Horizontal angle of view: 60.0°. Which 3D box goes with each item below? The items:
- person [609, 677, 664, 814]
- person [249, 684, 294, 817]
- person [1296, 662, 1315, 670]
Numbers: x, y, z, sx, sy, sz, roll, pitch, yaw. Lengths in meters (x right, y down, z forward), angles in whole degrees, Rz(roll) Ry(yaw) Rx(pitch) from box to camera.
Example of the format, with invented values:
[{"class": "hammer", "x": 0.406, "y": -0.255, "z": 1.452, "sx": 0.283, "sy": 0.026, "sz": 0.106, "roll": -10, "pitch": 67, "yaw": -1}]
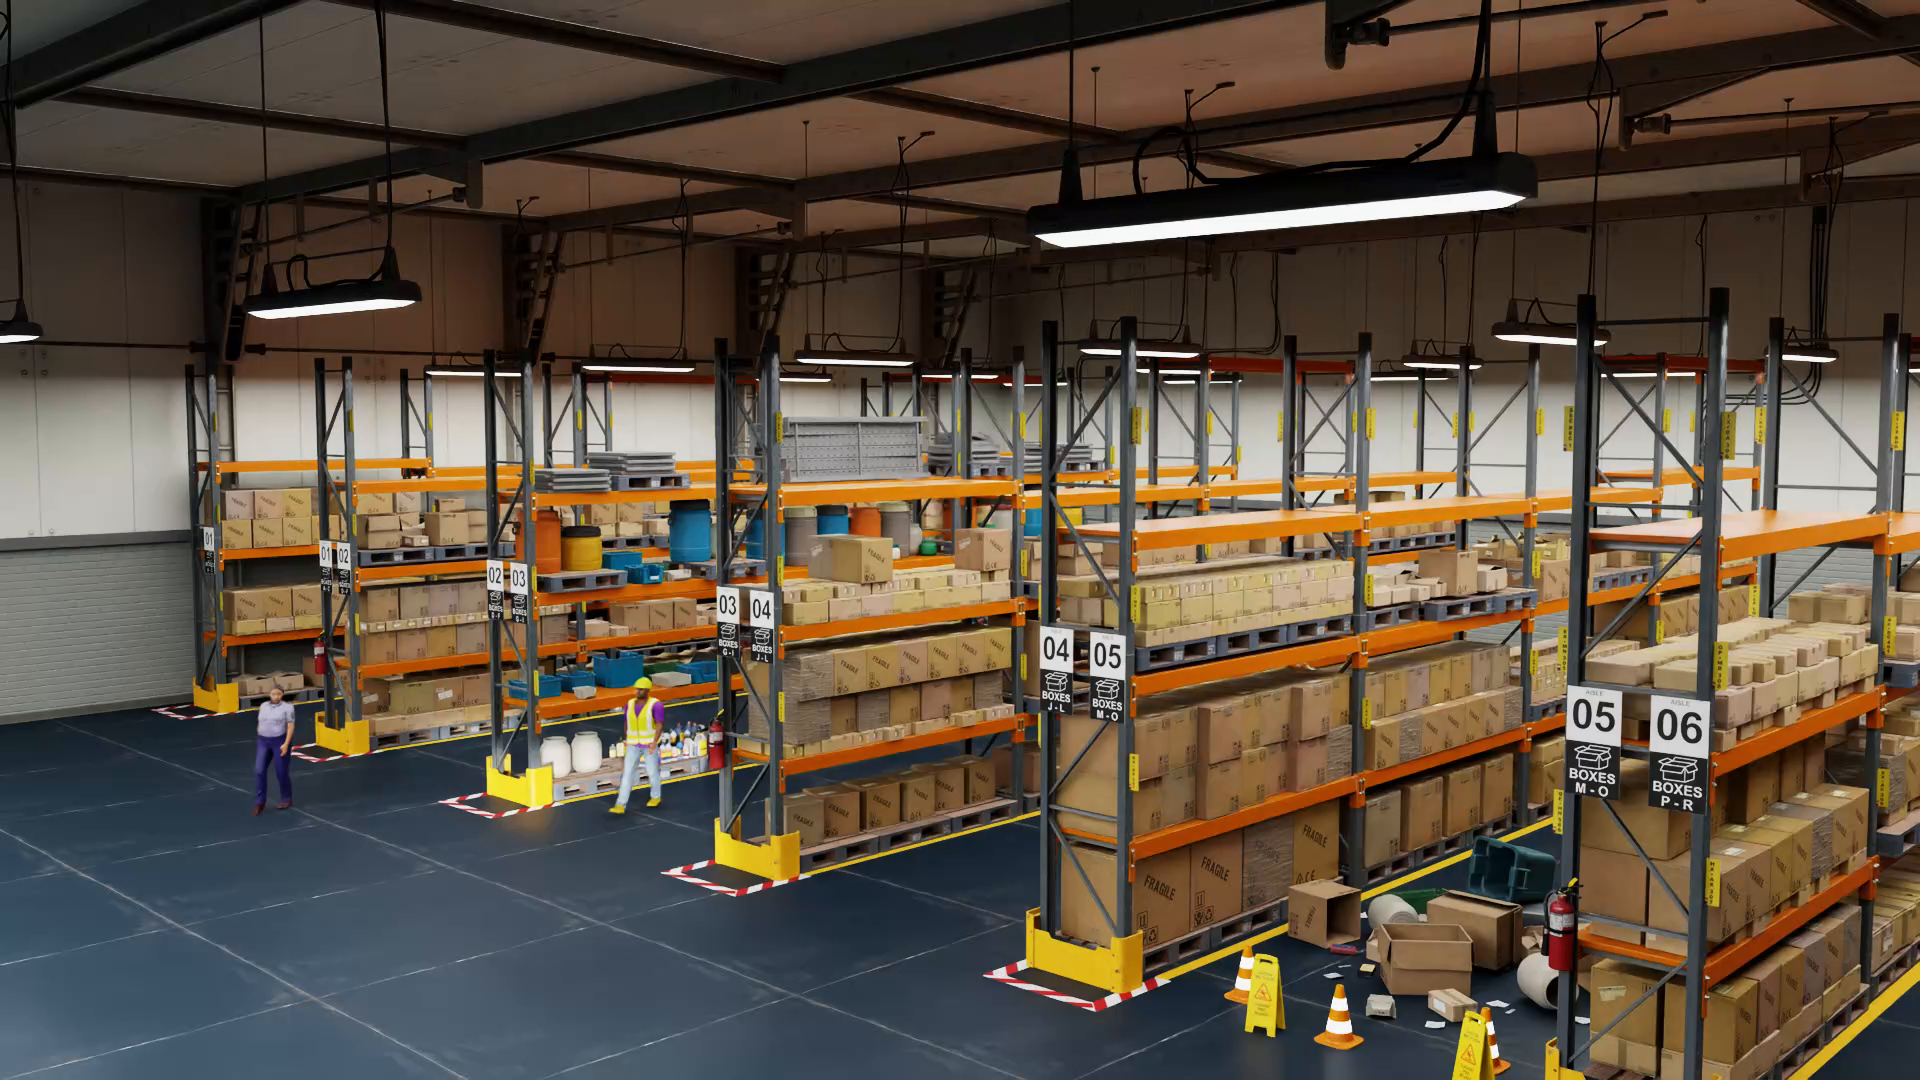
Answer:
[{"class": "person", "x": -4.126, "y": 2.641, "z": 21.444, "sx": 0.585, "sy": 1.721, "sz": 0.962, "roll": 1, "pitch": 4, "yaw": 8}, {"class": "person", "x": -8.907, "y": 2.714, "z": 21.544, "sx": 0.503, "sy": 1.683, "sz": 0.638, "roll": 0, "pitch": 4, "yaw": -3}, {"class": "person", "x": 5.118, "y": 2.446, "z": 24.112, "sx": 0.736, "sy": 1.757, "sz": 0.604, "roll": -3, "pitch": 5, "yaw": -34}]
